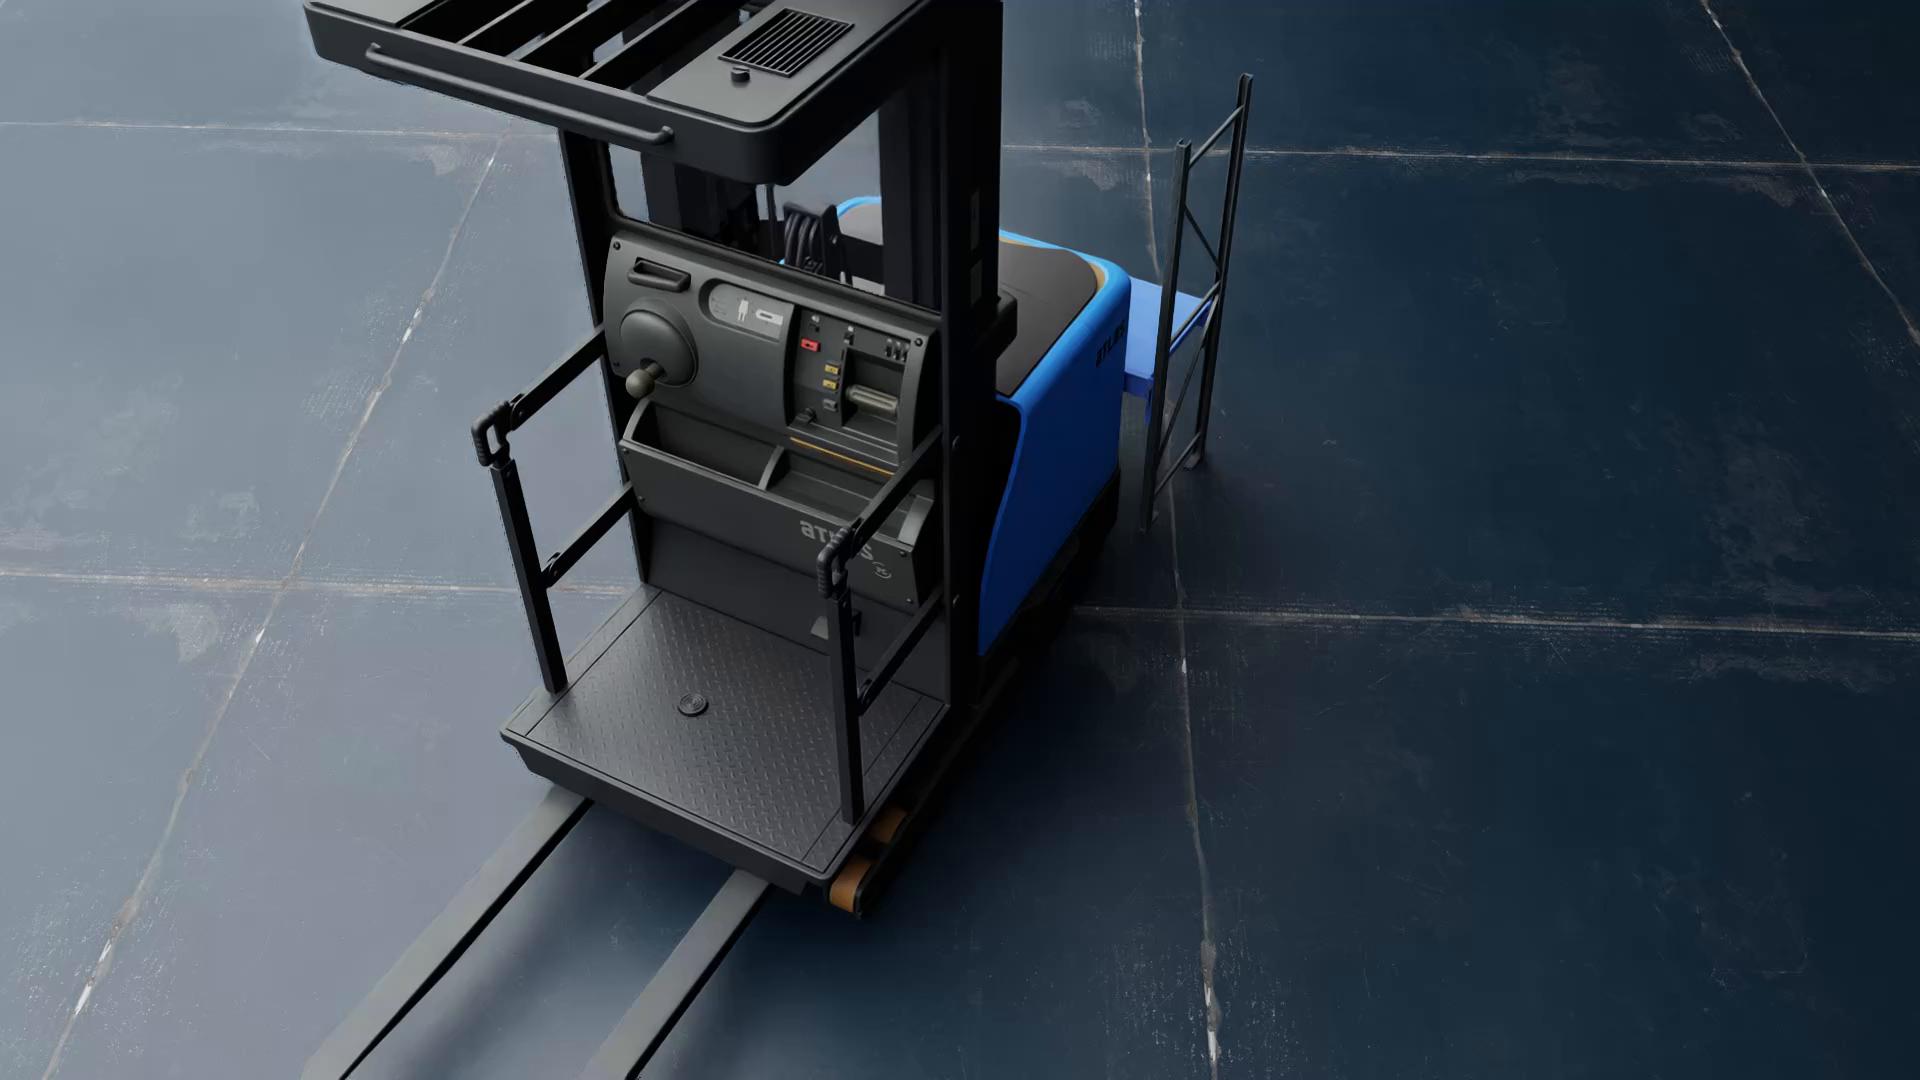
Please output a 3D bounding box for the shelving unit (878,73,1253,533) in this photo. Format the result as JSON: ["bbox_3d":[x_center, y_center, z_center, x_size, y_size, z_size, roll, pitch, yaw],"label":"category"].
[{"bbox_3d":[0.317,-0.900,5.616,1.048,1.500,0.538,22,47,21],"label":"shelving unit"}]

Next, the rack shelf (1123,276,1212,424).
[{"bbox_3d":[0.317,-0.769,5.739,1.000,0.185,0.538,22,47,21],"label":"rack shelf"}]

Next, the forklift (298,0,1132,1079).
[{"bbox_3d":[-0.597,-0.391,4.019,1.130,2.935,3.031,20,47,20],"label":"forklift"}]

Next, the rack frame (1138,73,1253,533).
[{"bbox_3d":[0.757,-0.727,5.430,0.032,1.500,0.500,22,47,21],"label":"rack frame"}]

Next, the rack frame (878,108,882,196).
[{"bbox_3d":[-0.123,-1.074,5.803,0.032,1.500,0.500,22,47,21],"label":"rack frame"}]
